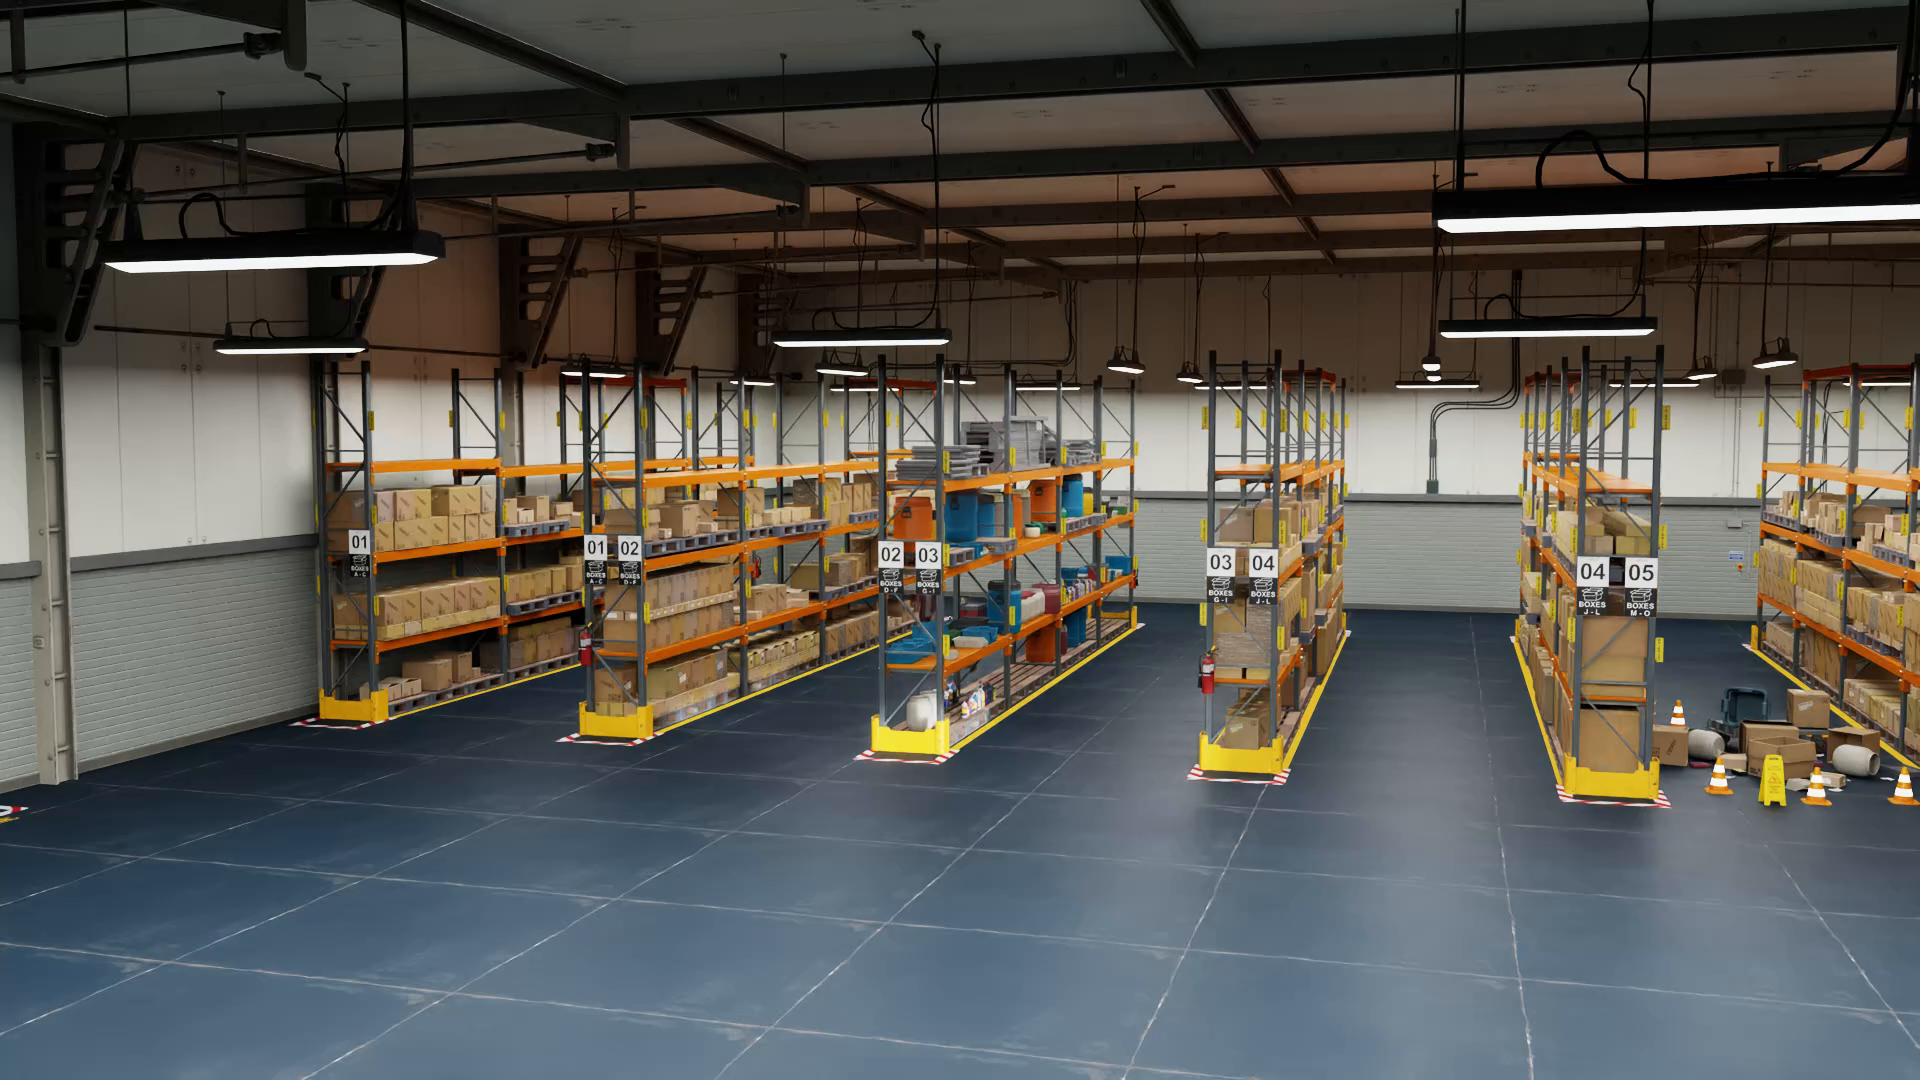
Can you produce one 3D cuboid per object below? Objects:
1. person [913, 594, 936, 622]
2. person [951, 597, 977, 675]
[{"bbox_3d":[-0.678,1.588,35.313,0.588,1.715,1.128,1,4,11],"label":"person"},{"bbox_3d":[0.033,1.793,31.062,0.513,1.457,1.059,3,5,36],"label":"person"}]
